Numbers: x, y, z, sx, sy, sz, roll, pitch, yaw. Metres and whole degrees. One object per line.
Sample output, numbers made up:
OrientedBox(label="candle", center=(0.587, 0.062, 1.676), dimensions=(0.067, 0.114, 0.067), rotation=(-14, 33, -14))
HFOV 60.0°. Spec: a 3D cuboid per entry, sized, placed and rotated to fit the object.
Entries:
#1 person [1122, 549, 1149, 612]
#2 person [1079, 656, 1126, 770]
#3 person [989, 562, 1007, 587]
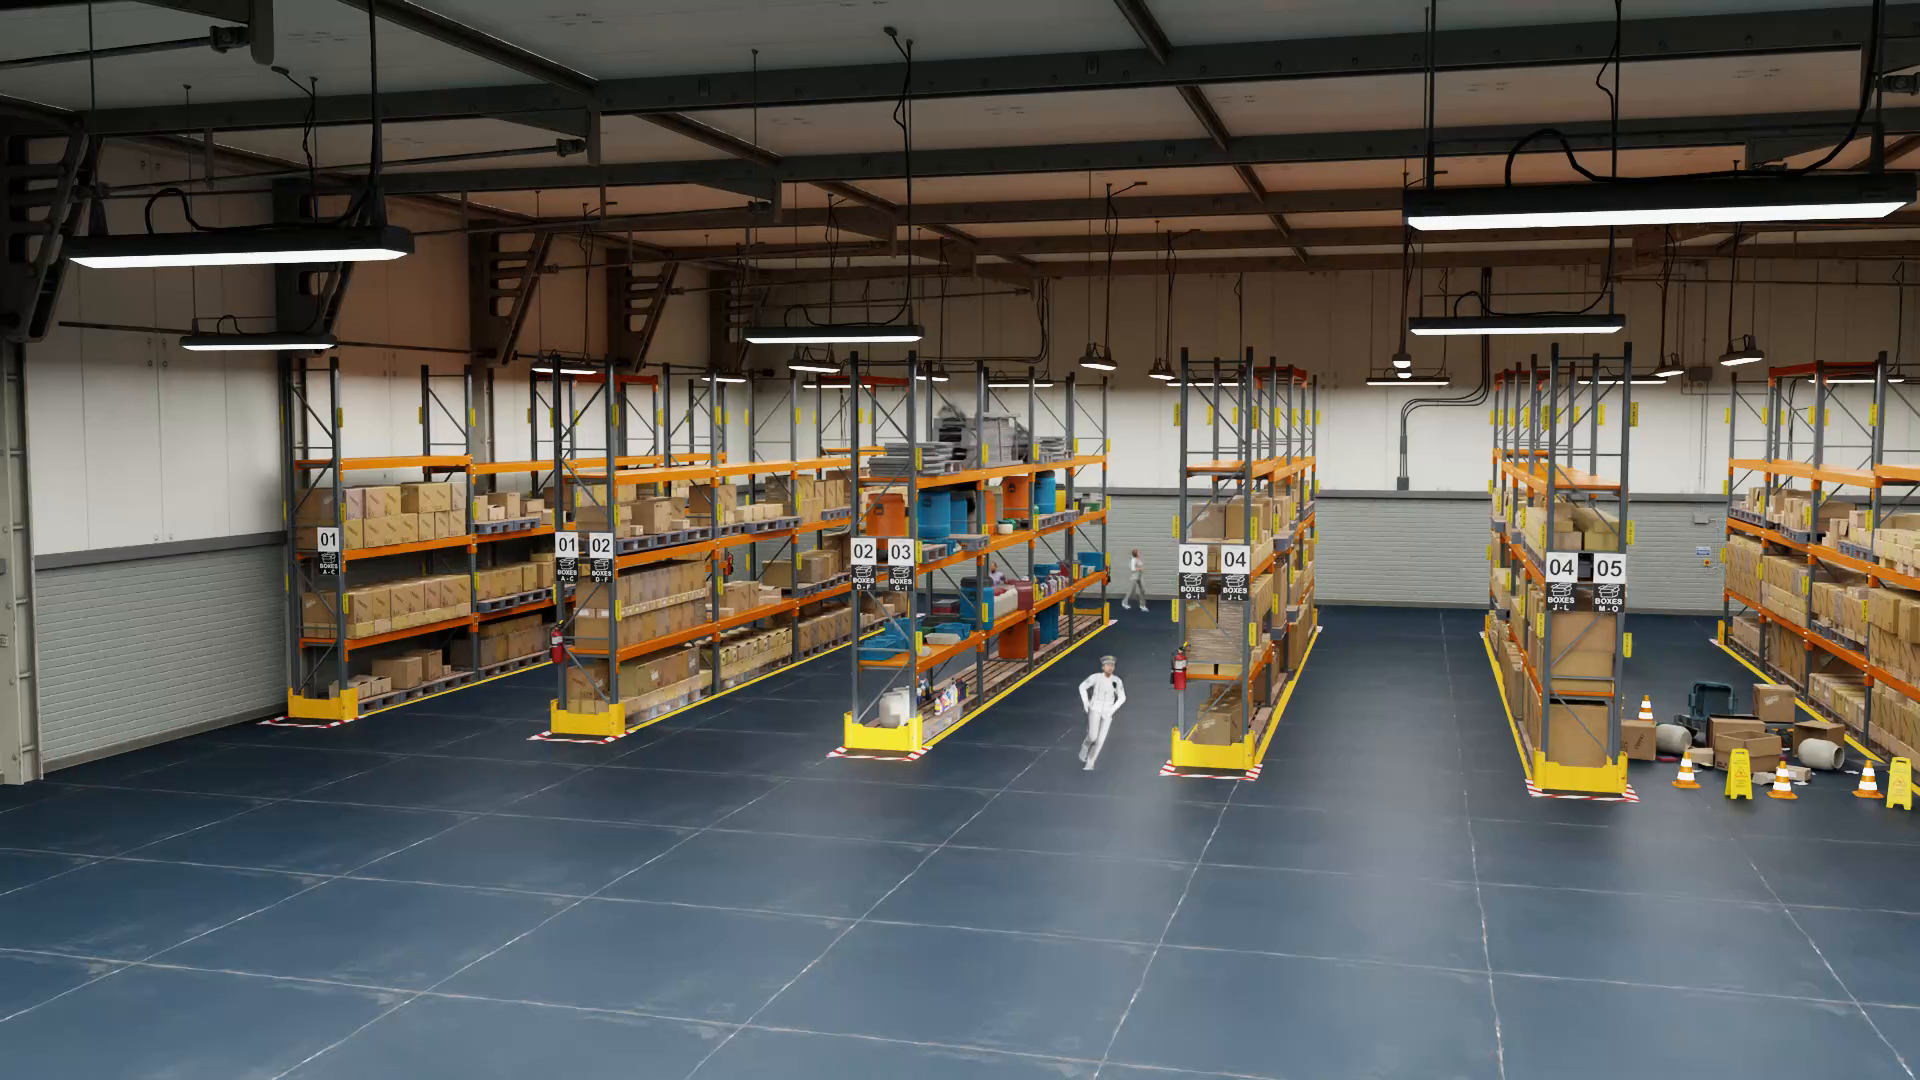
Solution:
OrientedBox(label="person", center=(4.526, 1.034, 43.034), dimensions=(0.730, 1.635, 0.527), rotation=(3, 5, 35))
OrientedBox(label="person", center=(2.042, 2.456, 23.701), dimensions=(0.646, 1.643, 0.498), rotation=(0, 4, -5))
OrientedBox(label="person", center=(0.760, 1.324, 38.687), dimensions=(0.583, 1.639, 0.933), rotation=(1, 4, 9))
